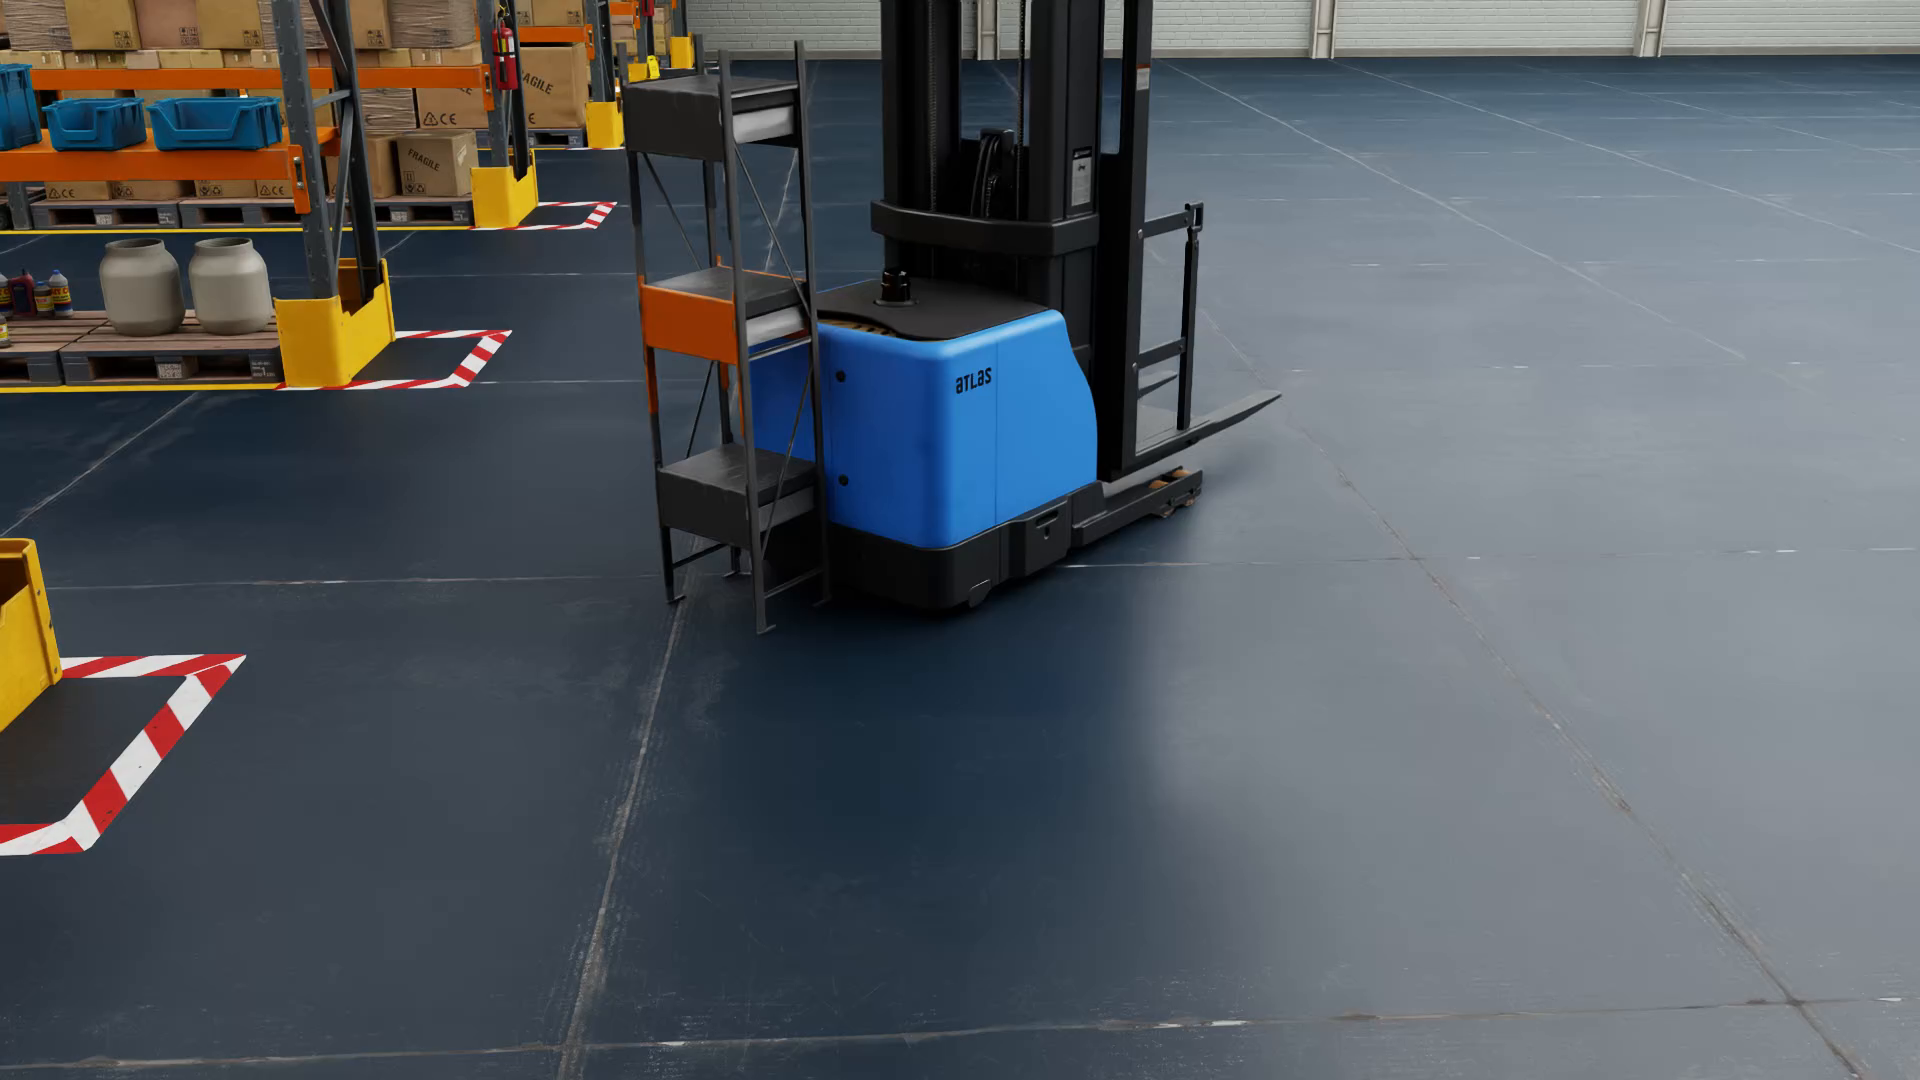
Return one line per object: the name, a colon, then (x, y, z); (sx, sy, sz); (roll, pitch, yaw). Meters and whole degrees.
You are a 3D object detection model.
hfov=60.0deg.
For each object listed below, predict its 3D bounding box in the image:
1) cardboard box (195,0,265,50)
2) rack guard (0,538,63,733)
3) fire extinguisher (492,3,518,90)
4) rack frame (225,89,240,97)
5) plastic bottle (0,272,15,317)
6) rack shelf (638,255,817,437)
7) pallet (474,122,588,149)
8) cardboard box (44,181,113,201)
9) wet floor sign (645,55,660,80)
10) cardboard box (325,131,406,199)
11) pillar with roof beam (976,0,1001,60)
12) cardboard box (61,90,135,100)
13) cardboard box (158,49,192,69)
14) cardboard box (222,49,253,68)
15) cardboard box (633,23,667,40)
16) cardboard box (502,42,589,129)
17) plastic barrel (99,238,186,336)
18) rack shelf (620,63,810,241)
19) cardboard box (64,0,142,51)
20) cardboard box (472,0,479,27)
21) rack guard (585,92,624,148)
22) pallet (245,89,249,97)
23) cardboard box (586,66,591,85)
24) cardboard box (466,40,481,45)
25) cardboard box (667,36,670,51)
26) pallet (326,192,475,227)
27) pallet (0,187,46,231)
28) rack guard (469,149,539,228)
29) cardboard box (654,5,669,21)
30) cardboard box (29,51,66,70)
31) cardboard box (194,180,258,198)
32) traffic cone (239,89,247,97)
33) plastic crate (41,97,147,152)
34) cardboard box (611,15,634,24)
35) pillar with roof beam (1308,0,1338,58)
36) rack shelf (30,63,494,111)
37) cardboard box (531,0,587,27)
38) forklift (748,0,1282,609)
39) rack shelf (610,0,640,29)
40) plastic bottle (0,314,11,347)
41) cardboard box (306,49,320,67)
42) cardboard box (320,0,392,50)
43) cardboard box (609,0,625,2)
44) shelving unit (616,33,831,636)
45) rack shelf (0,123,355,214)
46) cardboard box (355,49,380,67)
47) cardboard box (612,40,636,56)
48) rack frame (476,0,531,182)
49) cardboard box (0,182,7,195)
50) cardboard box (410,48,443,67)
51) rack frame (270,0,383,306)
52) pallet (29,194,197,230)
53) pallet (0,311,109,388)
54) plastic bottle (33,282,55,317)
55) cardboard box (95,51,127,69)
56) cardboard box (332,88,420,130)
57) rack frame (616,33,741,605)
cardboard box: (-5.934, -4.379, 13.849); (0.500, 0.500, 0.875); (-1, 21, -3)
rack guard: (-3.304, 0.438, 5.267); (0.348, 0.500, 1.175); (-1, 21, -3)
fire extinguisher: (-3.749, -4.051, 13.654); (0.183, 0.674, 0.296); (-1, 21, -3)
rack frame: (-8.065, -5.931, 18.484); (0.127, 3.000, 1.000); (-1, 21, -3)
plastic bottle: (-5.777, -1.486, 10.025); (0.097, 0.271, 0.097); (0, 21, 0)
rack shelf: (-0.839, -0.719, 6.080); (0.480, 0.518, 0.431); (15, 27, 34)
pallet: (-4.865, -4.665, 19.078); (1.213, 0.211, 1.003); (-1, 21, -3)
cardboard box: (-7.481, -3.189, 14.204); (0.500, 0.500, 0.500); (-2, 21, -5)
wet floor sign: (-4.204, -6.292, 22.741); (0.232, 0.644, 0.267); (6, 22, 16)
cardboard box: (-5.109, -3.245, 14.352); (0.500, 0.500, 0.500); (4, 21, 11)
pillar with roof beam: (0.747, -11.234, 23.981); (0.400, 9.000, 9.100); (-1, 21, -3)
cardboard box: (-9.643, -5.013, 18.644); (0.750, 0.750, 1.050); (-1, 21, -3)
cardboard box: (-6.404, -3.981, 13.716); (0.250, 0.149, 0.380); (-1, 21, -3)
cardboard box: (-5.907, -4.004, 13.774); (0.250, 0.149, 0.380); (-1, 21, -3)
cardboard box: (-5.210, -8.556, 27.949); (0.500, 0.250, 0.500); (-1, 21, -4)
cardboard box: (-4.745, -5.178, 18.902); (0.875, 0.875, 0.875); (-1, 21, -3)
plastic barrel: (-4.760, -1.472, 9.677); (0.421, 0.512, 0.421); (0, 21, 0)
rack shelf: (-0.849, -1.368, 5.817); (0.480, 0.518, 0.431); (15, 27, 34)
cardboard box: (-6.929, -4.338, 13.740); (0.500, 0.500, 0.875); (-1, 21, -3)
cardboard box: (-5.554, -6.073, 18.646); (0.550, 0.550, 0.875); (-1, 21, -3)
rack guard: (-4.048, -4.845, 19.143); (0.348, 0.500, 1.175); (-1, 21, -3)
pallet: (-10.447, -6.342, 23.482); (1.213, 0.211, 1.003); (-1, 21, -3)
cardboard box: (-5.271, -6.567, 23.429); (0.500, 0.250, 0.500); (-1, 21, -3)
cardboard box: (-4.187, -4.210, 14.316); (0.250, 0.149, 0.380); (-1, 21, -3)
cardboard box: (-5.244, -8.503, 28.512); (0.500, 0.250, 0.500); (-1, 21, -3)
pallet: (-4.778, -2.940, 14.546); (1.213, 0.211, 1.003); (-1, 21, -3)
pallet: (-8.660, -2.848, 14.304); (1.213, 0.211, 1.003); (-1, 21, -3)
rack guard: (-3.965, -3.079, 14.504); (0.348, 0.500, 1.175); (-1, 21, -3)
cardboard box: (-5.233, -8.968, 28.329); (0.500, 0.250, 0.500); (-1, 21, -4)
cardboard box: (-7.401, -3.948, 13.627); (0.250, 0.149, 0.380); (-1, 21, -3)
cardboard box: (-6.294, -3.244, 14.348); (0.500, 0.500, 0.500); (-3, 21, -8)
traffic cone: (-9.607, -5.979, 22.176); (0.334, 0.463, 0.336); (-1, 21, -3)
plastic crate: (-4.738, -2.292, 9.134); (0.408, 0.251, 0.499); (-1, 21, -3)
cardboard box: (-5.694, -8.778, 27.830); (0.500, 0.250, 0.500); (-1, 21, -2)
pillar with roof beam: (6.737, -11.356, 24.301); (0.400, 9.000, 9.100); (-1, 21, -3)
rack shelf: (-5.886, -3.872, 14.085); (4.000, 0.370, 1.077); (-1, 21, -3)
cardboard box: (-4.439, -6.059, 18.608); (0.550, 0.550, 0.875); (-1, 21, -3)
forklift: (0.444, -1.565, 7.111); (1.130, 2.935, 3.031); (16, 26, 35)
rack shelf: (-6.452, -7.392, 23.331); (4.000, 0.370, 1.077); (-1, 21, -3)
plastic bottle: (-5.415, -1.194, 9.355); (0.097, 0.201, 0.097); (0, 21, 0)
cardboard box: (-5.409, -4.021, 13.819); (0.250, 0.149, 0.380); (-1, 21, -3)
cardboard box: (-4.932, -4.380, 13.851); (0.500, 0.500, 0.875); (-1, 21, -3)
cardboard box: (-4.816, -7.568, 23.135); (0.250, 0.149, 0.380); (0, 21, -1)
shelving unit: (-0.839, -0.731, 6.074); (0.503, 2.100, 0.431); (15, 27, 34)
rack shelf: (-5.603, -2.112, 9.464); (4.000, 0.370, 1.077); (-1, 21, -3)
cardboard box: (-4.909, -4.024, 13.828); (0.250, 0.149, 0.380); (-1, 21, -3)
cardboard box: (-5.690, -8.315, 28.018); (0.500, 0.250, 0.500); (-1, 21, -3)
rack frame: (-3.889, -4.248, 14.064); (0.127, 3.000, 1.000); (-1, 21, -3)
cardboard box: (-8.497, -3.200, 14.204); (0.500, 0.500, 0.700); (-3, 21, -7)
cardboard box: (-4.412, -4.047, 13.888); (0.250, 0.149, 0.380); (-1, 21, -3)
rack frame: (-3.607, -2.489, 9.442); (0.127, 3.000, 1.000); (-1, 21, -3)
pallet: (-7.214, -2.890, 14.415); (1.213, 0.211, 1.003); (-1, 21, -3)
pallet: (-5.706, -1.129, 9.790); (1.213, 0.211, 1.003); (-1, 21, -3)
plastic bottle: (-5.538, -1.459, 10.051); (0.097, 0.201, 0.097); (0, 21, 0)
cardboard box: (-6.904, -3.971, 13.688); (0.250, 0.149, 0.380); (-1, 21, -3)
cardboard box: (-6.533, -5.142, 18.807); (0.875, 0.875, 0.875); (-1, 21, -3)
rack frame: (-1.033, -0.784, 6.212); (0.015, 2.100, 0.400); (15, 27, 34)
